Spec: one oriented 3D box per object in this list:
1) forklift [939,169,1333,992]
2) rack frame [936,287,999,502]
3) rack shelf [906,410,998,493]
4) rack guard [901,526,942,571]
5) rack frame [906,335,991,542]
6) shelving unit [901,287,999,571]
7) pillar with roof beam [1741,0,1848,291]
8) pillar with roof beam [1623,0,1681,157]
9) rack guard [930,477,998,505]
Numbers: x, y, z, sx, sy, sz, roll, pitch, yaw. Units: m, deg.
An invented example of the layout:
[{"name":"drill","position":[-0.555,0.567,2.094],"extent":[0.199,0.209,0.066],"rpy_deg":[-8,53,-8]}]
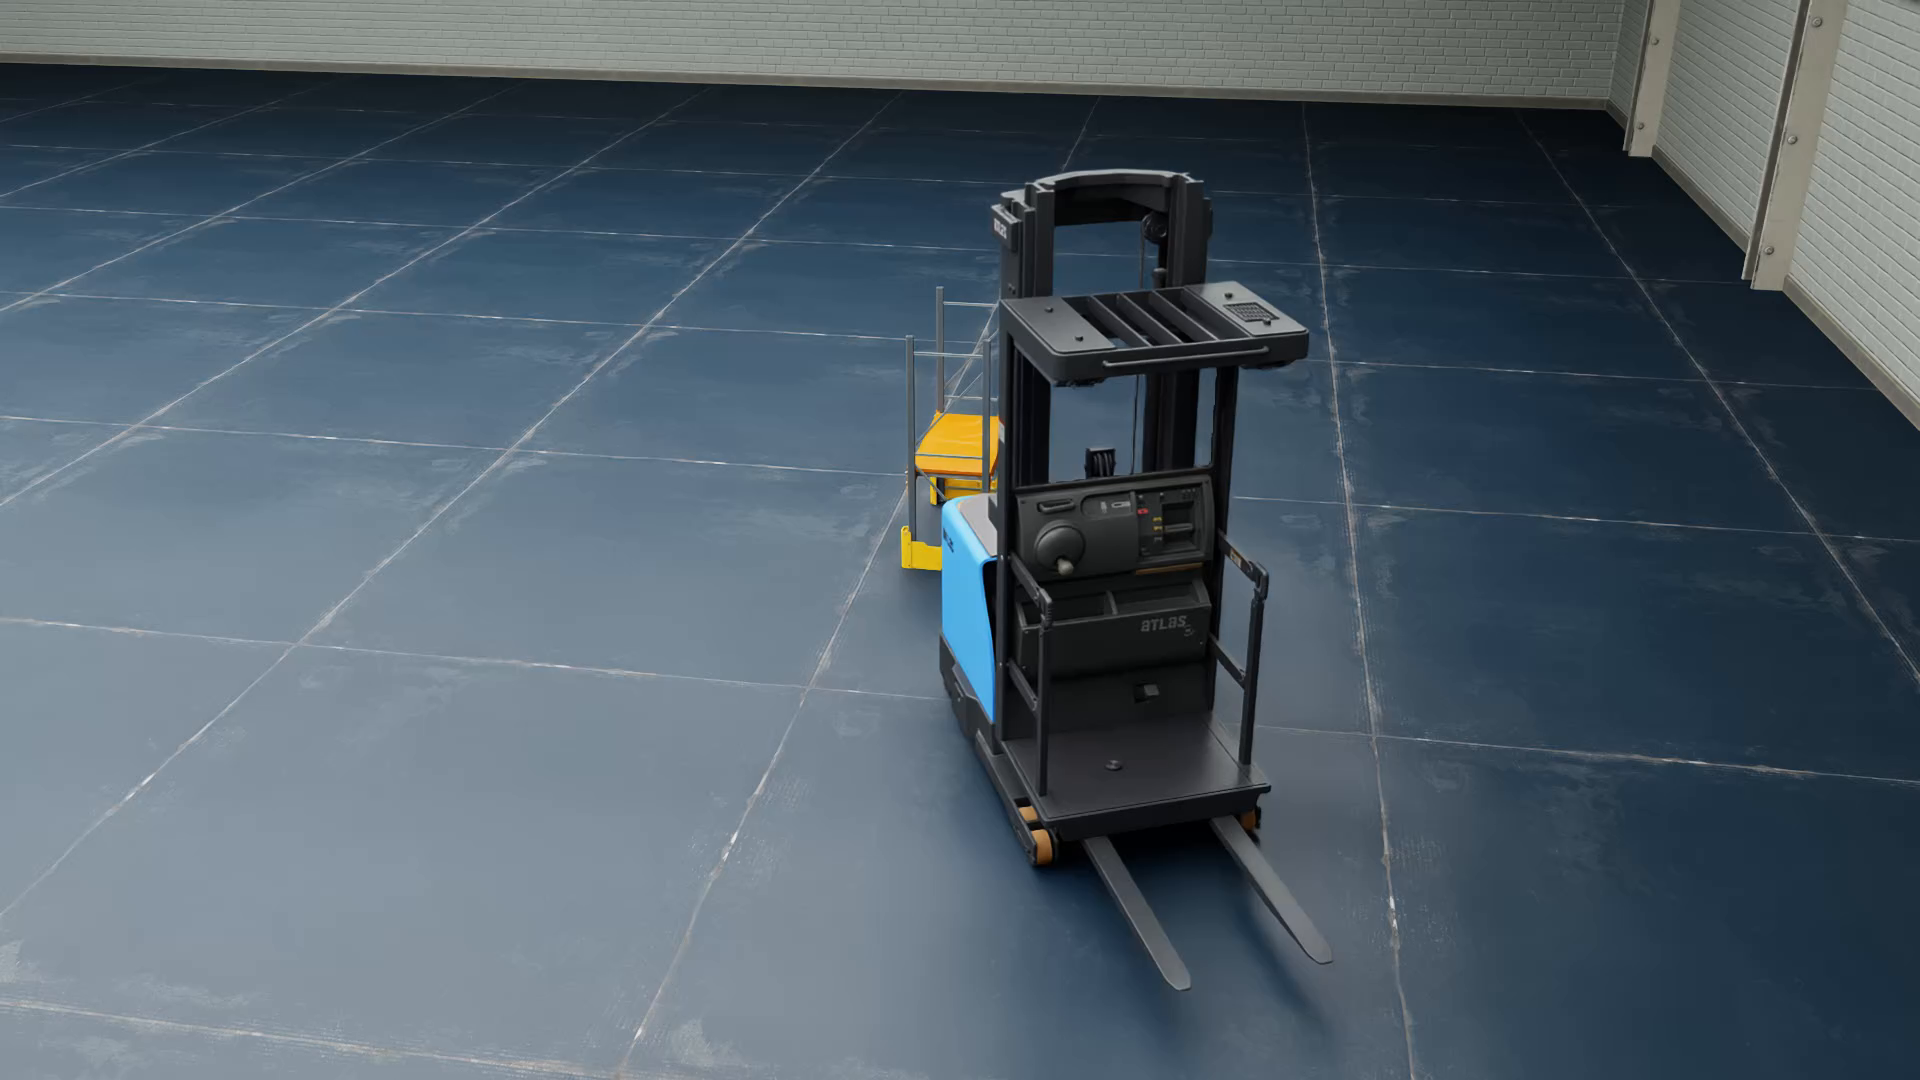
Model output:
[{"name":"forklift","position":[0.770,-0.027,7.349],"extent":[1.130,2.935,3.031],"rpy_deg":[-7,26,-14]},{"name":"rack frame","position":[0.097,-0.928,10.962],"extent":[0.500,1.500,0.032],"rpy_deg":[4,25,9]},{"name":"rack shelf","position":[0.014,-0.552,10.585],"extent":[0.538,0.185,1.000],"rpy_deg":[4,25,9]},{"name":"rack guard","position":[-0.069,0.063,10.320],"extent":[0.587,0.250,0.087],"rpy_deg":[4,25,9]},{"name":"rack frame","position":[-0.069,-0.502,10.054],"extent":[0.500,1.500,0.032],"rpy_deg":[4,25,9]},{"name":"shelving unit","position":[0.012,-0.711,10.500],"extent":[0.587,1.500,1.083],"rpy_deg":[4,25,9]},{"name":"pillar with roof beam","position":[3.490,-6.838,14.743],"extent":[9.100,9.000,0.400],"rpy_deg":[4,25,9]},{"name":"pillar with roof beam","position":[4.470,-9.347,20.104],"extent":[9.100,9.000,0.400],"rpy_deg":[4,25,9]},{"name":"rack guard","position":[0.094,-0.353,11.210],"extent":[0.587,0.250,0.087],"rpy_deg":[4,25,9]}]
